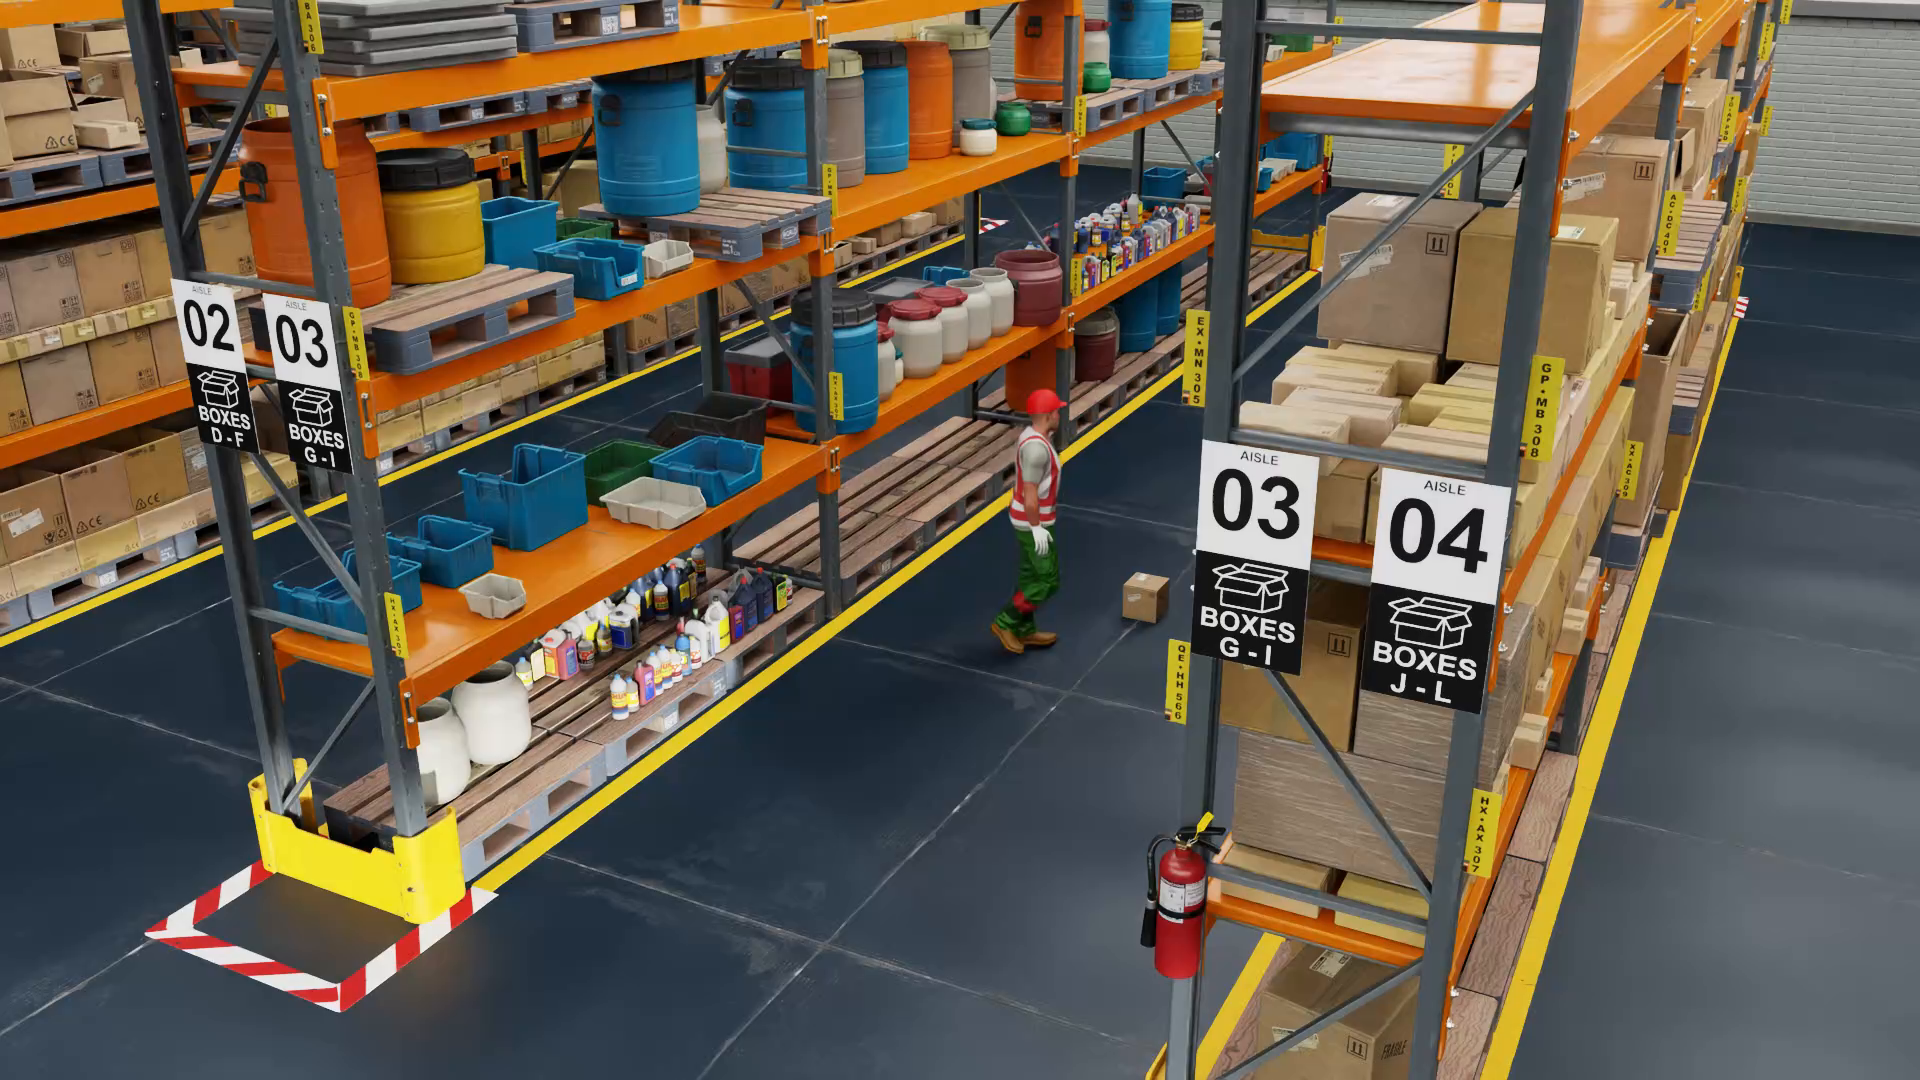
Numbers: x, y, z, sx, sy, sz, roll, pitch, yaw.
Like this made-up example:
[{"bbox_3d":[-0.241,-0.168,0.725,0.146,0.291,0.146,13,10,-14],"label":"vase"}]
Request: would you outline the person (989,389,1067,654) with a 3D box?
[{"bbox_3d":[0.445,-0.112,10.967,0.493,1.786,0.596,1,23,2],"label":"person"}]
